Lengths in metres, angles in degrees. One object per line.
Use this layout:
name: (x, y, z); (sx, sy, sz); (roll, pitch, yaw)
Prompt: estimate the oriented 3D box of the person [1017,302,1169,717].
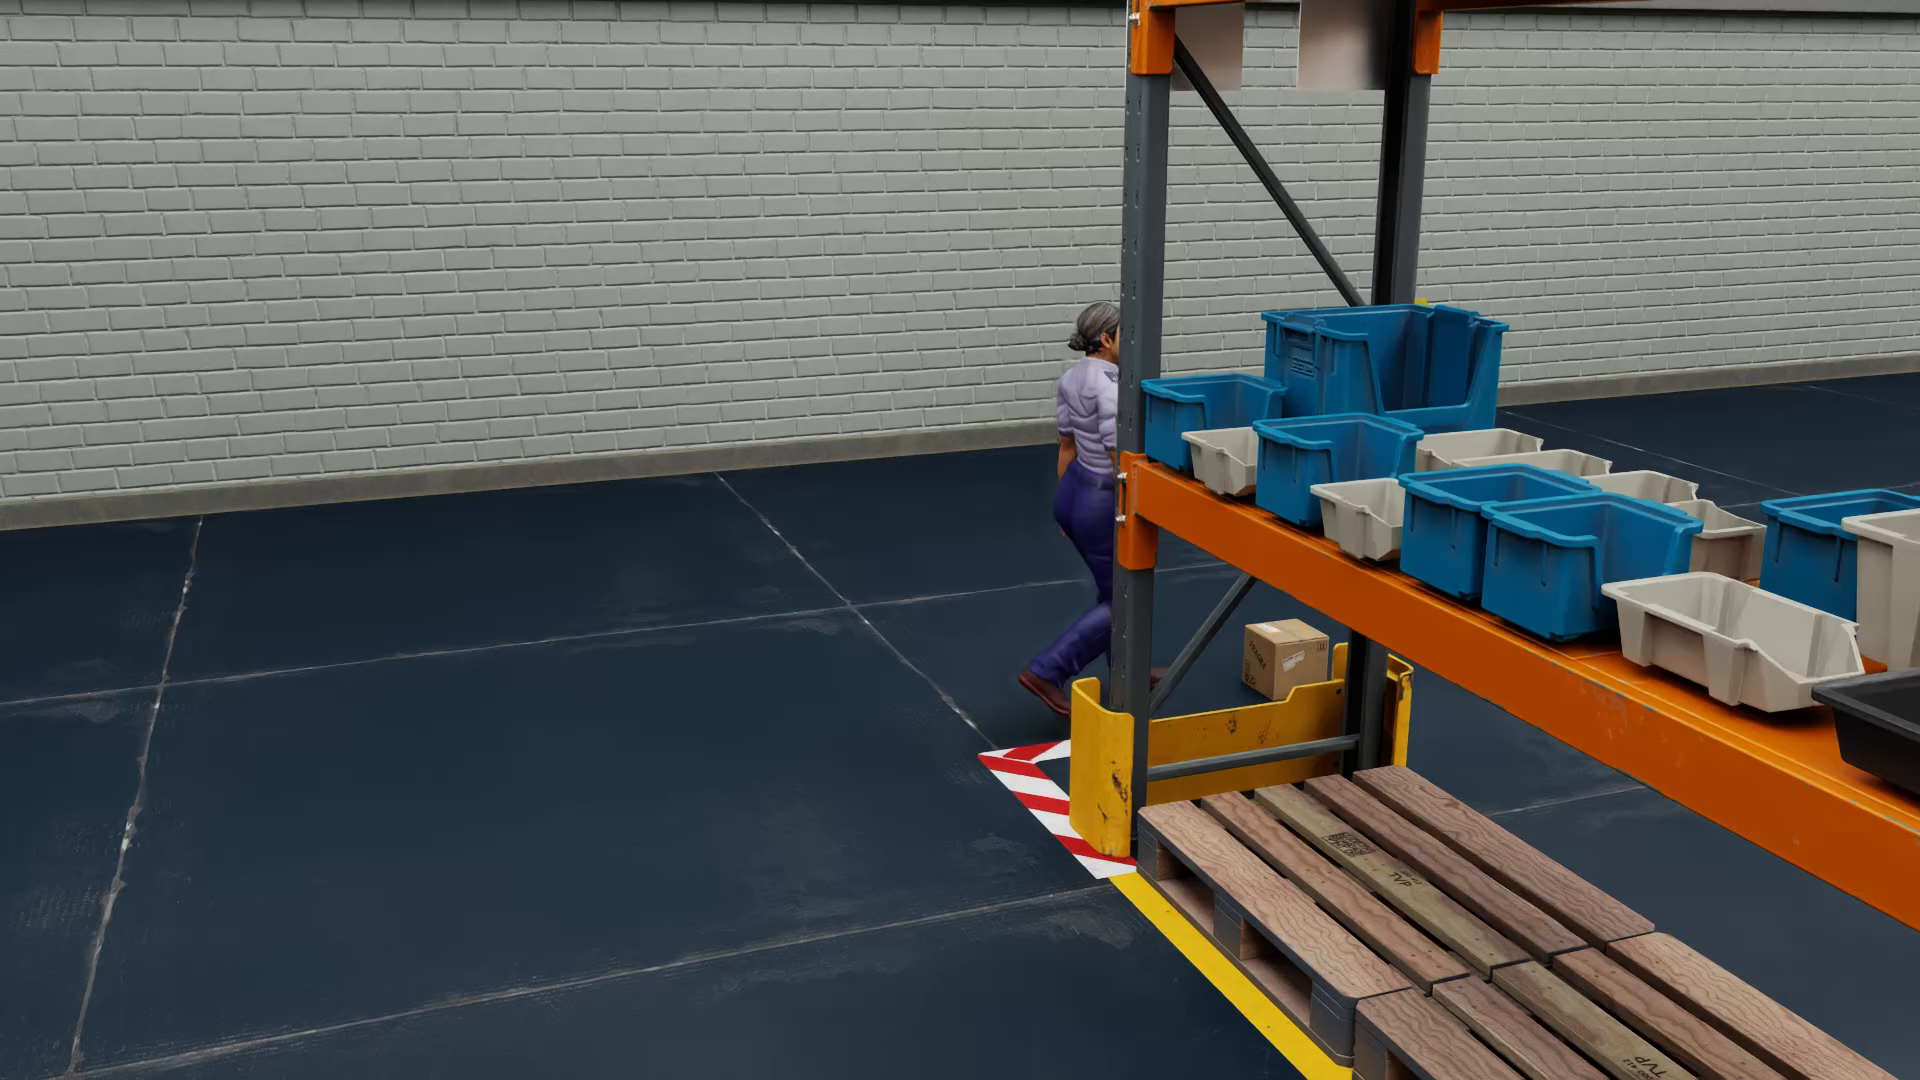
person: (0.565, -0.116, 6.467); (0.818, 1.615, 0.524); (-6, 17, -22)
